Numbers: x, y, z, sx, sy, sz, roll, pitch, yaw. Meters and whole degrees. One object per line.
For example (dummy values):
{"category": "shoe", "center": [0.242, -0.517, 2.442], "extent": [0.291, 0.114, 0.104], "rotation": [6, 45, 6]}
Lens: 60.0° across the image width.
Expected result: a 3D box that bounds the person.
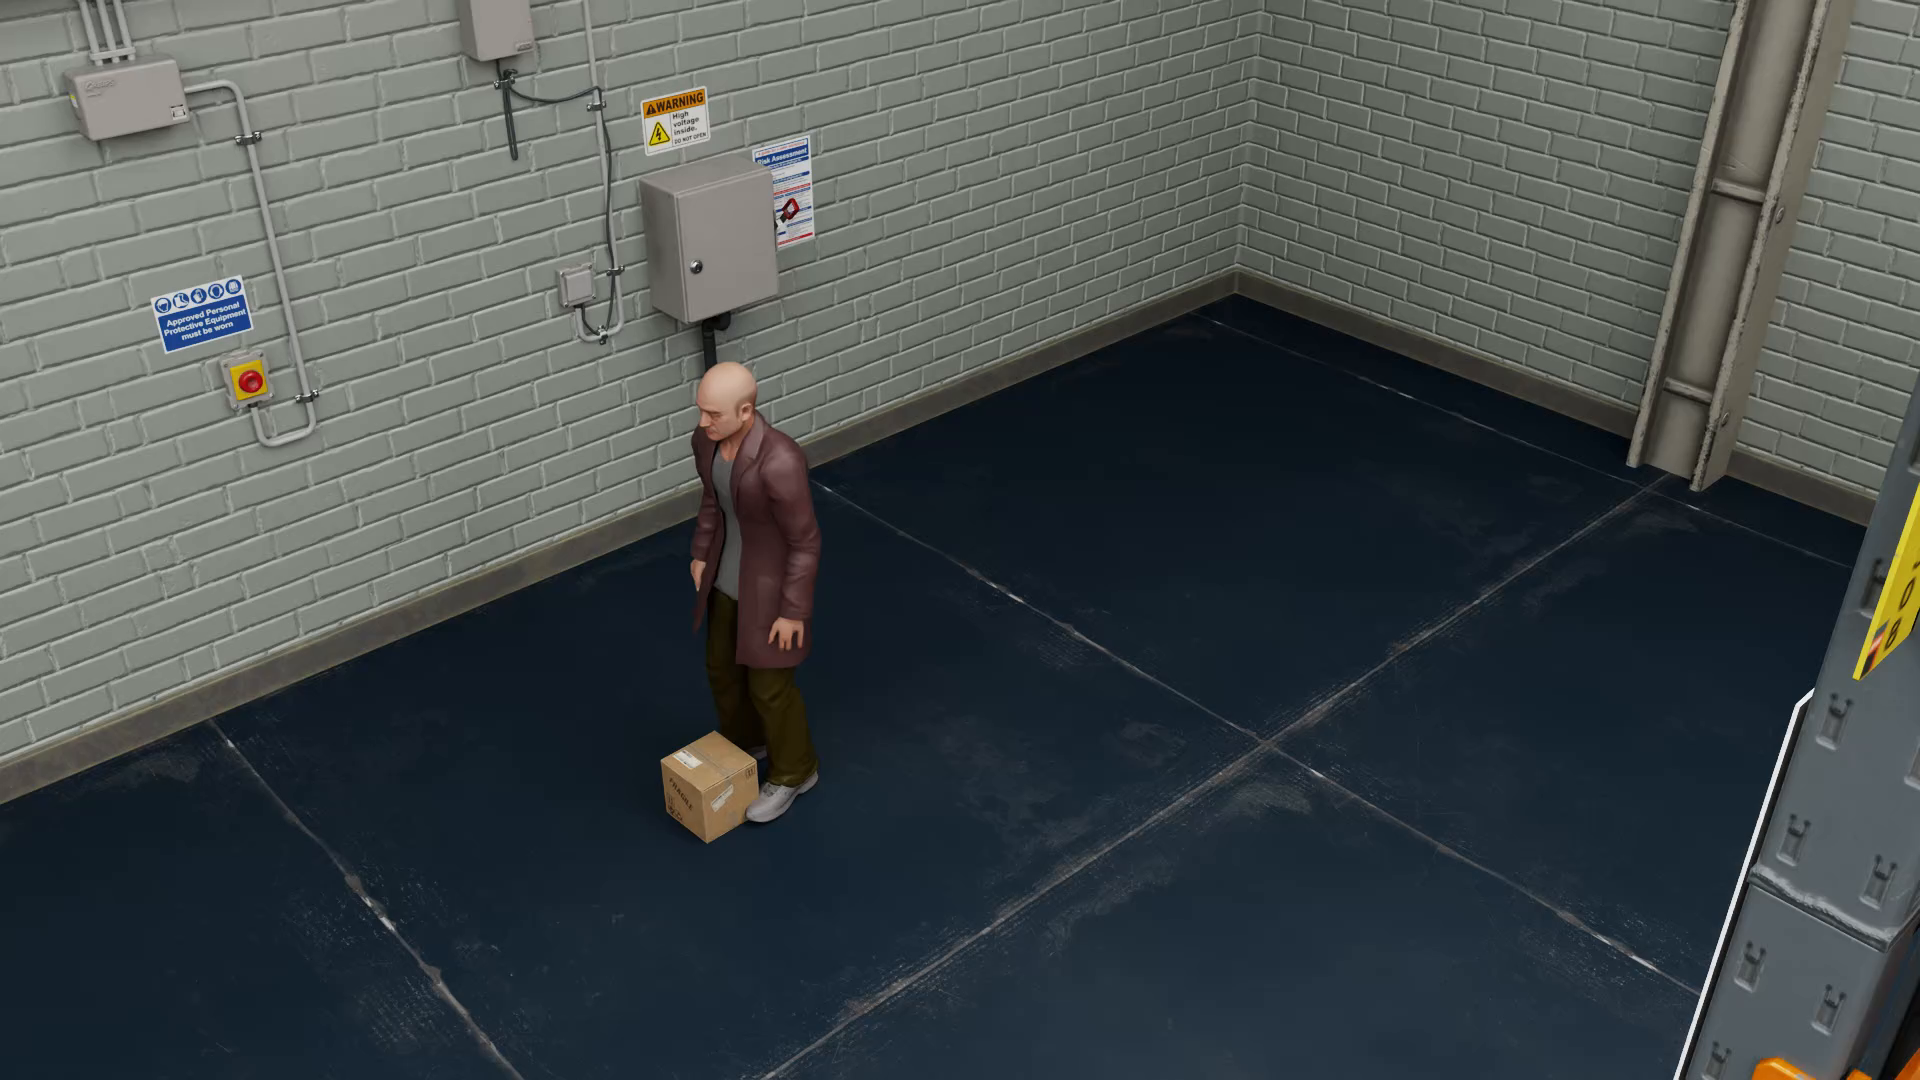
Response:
{"category": "person", "center": [-0.740, 0.164, 5.880], "extent": [0.428, 1.773, 0.641], "rotation": [-26, 40, -36]}
